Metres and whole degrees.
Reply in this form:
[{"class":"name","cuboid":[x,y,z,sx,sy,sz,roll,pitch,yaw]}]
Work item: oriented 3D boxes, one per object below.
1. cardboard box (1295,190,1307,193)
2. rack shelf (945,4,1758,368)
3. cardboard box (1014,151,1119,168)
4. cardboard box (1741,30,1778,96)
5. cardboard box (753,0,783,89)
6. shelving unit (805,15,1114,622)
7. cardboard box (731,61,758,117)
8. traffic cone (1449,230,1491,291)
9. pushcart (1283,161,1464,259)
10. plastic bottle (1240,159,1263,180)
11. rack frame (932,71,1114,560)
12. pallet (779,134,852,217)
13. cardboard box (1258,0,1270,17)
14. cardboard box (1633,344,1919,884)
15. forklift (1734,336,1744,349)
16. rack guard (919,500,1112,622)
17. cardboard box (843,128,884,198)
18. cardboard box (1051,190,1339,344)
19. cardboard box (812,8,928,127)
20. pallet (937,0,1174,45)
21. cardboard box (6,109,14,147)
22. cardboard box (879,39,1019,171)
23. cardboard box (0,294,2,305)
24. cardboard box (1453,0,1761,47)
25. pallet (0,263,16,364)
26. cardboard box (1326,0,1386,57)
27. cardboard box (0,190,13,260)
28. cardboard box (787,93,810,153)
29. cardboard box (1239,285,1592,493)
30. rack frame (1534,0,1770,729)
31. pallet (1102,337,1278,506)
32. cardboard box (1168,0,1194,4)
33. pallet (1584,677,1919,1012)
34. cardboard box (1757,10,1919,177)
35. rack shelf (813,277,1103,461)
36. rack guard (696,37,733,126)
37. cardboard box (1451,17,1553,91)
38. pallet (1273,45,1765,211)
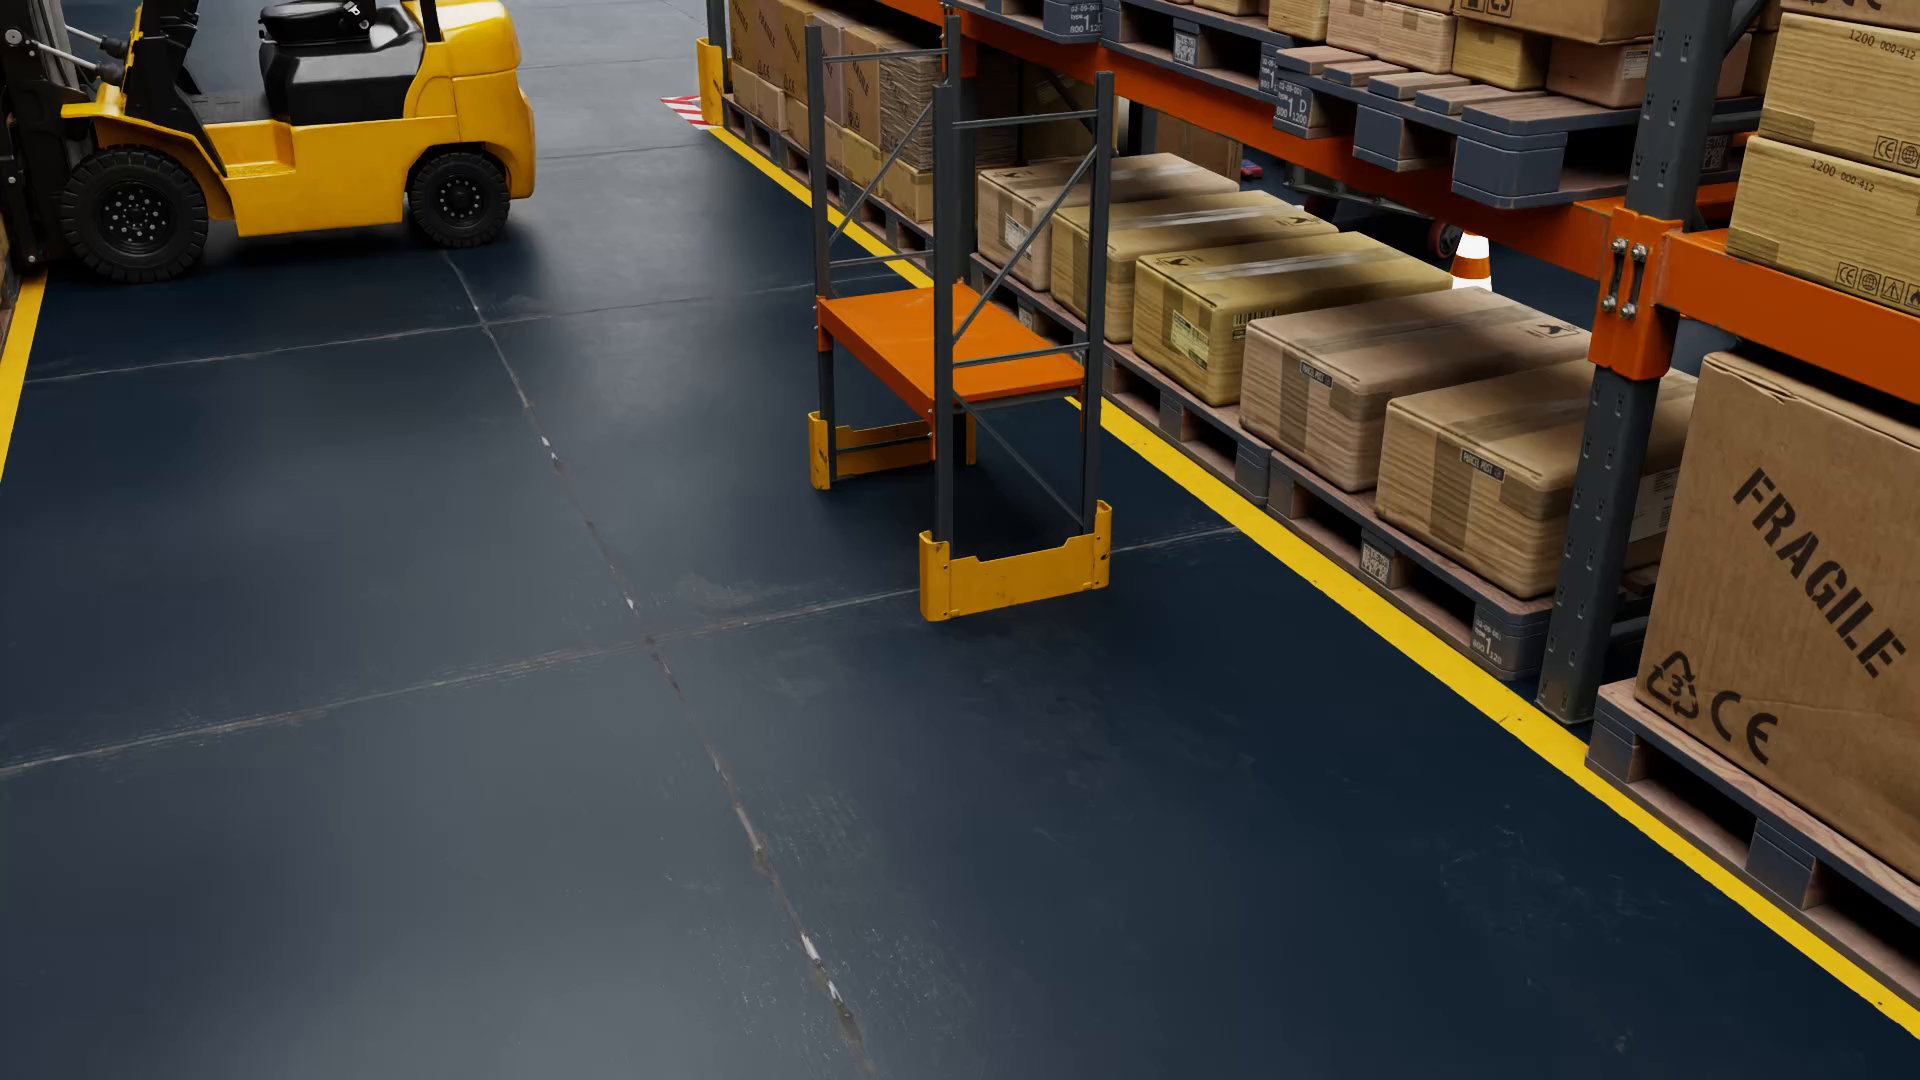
[{"class":"cardboard box","cuboid":[2.078,-2.059,9.163,0.396,0.266,0.258,13,29,24]},{"class":"rack shelf","cuboid":[1.206,-1.459,5.639,1.077,0.370,4.000,-11,28,-21]},{"class":"cardboard box","cuboid":[0.440,-1.827,8.229,0.500,0.250,0.500,-12,28,-23]},{"class":"cardboard box","cuboid":[2.033,-1.214,4.125,0.380,0.149,0.250,-12,29,-24]},{"class":"cardboard box","cuboid":[-0.864,-2.901,9.574,0.500,0.500,0.500,-12,28,-23]},{"class":"shelving unit","cuboid":[-0.030,-0.705,4.984,0.587,1.500,1.083,-11,28,-21]},{"class":"cardboard box","cuboid":[-1.082,-2.784,10.189,0.500,0.250,0.500,-11,28,-21]},{"class":"traffic cone","cuboid":[2.196,-1.189,7.159,0.336,0.463,0.334,-11,28,-21]},{"class":"pushcart","cuboid":[2.501,-1.823,8.554,1.648,0.377,0.936,-22,34,-38]},{"class":"plastic bottle","cuboid":[1.643,-2.112,9.506,0.133,0.061,0.283,-6,27,-12]},{"class":"rack frame","cuboid":[0.166,-0.503,4.571,0.500,1.500,0.032,-11,28,-21]},{"class":"pallet","cuboid":[-0.354,-2.095,9.300,1.003,0.211,1.213,-11,28,-21]},{"class":"cardboard box","cuboid":[1.138,-1.667,5.053,0.380,0.149,0.250,-10,28,-20]},{"class":"cardboard box","cuboid":[2.183,0.085,3.601,0.875,0.875,0.875,-11,28,-21]},{"class":"forklift","cuboid":[4.357,-1.906,5.813,3.031,2.935,1.130,-14,29,-26]},{"class":"rack guard","cuboid":[0.165,0.058,4.846,0.587,0.250,0.087,-11,28,-21]},{"class":"cardboard box","cuboid":[-0.274,-1.948,8.477,0.500,0.250,0.500,-11,28,-22]},{"class":"cardboard box","cuboid":[0.915,-1.096,6.593,0.950,0.372,0.625,-9,27,-17]},{"class":"cardboard box","cuboid":[-0.458,-2.483,8.717,0.500,0.500,0.500,-9,27,-18]},{"class":"pallet","cuboid":[0.588,-2.170,6.494,1.003,0.211,1.213,-11,28,-21]},{"class":"cardboard box","cuboid":[-4.823,-1.976,7.963,0.500,0.250,0.500,-11,28,-22]},{"class":"cardboard box","cuboid":[-0.056,-2.072,7.876,0.500,0.500,0.500,-11,28,-21]},{"class":"cardboard box","cuboid":[-4.028,-0.940,6.412,0.500,0.250,0.500,-10,28,-20]},{"class":"cardboard box","cuboid":[1.555,-1.478,3.926,0.500,0.500,0.500,-11,28,-22]},{"class":"pallet","cuboid":[-4.416,-0.810,6.669,1.003,0.211,1.213,-11,28,-21]},{"class":"cardboard box","cuboid":[1.242,-1.435,4.578,0.380,0.149,0.250,-12,28,-23]},{"class":"cardboard box","cuboid":[-4.457,-1.347,7.246,0.500,0.250,0.500,-10,28,-20]},{"class":"cardboard box","cuboid":[-0.664,-2.359,9.317,0.500,0.250,0.500,-9,27,-17]},{"class":"cardboard box","cuboid":[1.481,-0.509,5.390,0.950,0.372,0.625,-11,28,-22]},{"class":"rack frame","cuboid":[1.989,-0.975,3.827,1.000,3.000,0.127,-11,28,-21]},{"class":"pallet","cuboid":[1.211,-0.529,6.093,1.003,0.211,1.213,-11,28,-21]},{"class":"cardboard box","cuboid":[0.833,-1.857,5.442,0.380,0.149,0.250,-9,28,-19]},{"class":"pallet","cuboid":[2.229,0.610,3.761,1.003,0.211,1.213,-11,28,-21]},{"class":"cardboard box","cuboid":[1.960,-0.885,3.245,0.500,0.250,0.500,-11,28,-21]},{"class":"rack shelf","cuboid":[-0.033,-0.547,5.070,0.538,0.185,1.000,-11,28,-21]},{"class":"rack guard","cuboid":[-1.114,-3.050,10.928,1.175,0.500,0.348,-11,28,-21]},{"class":"cardboard box","cuboid":[1.473,-1.238,4.175,0.380,0.149,0.250,-10,28,-20]},{"class":"pallet","cuboid":[1.612,-1.158,4.421,1.213,0.211,1.003,-11,28,-21]}]
